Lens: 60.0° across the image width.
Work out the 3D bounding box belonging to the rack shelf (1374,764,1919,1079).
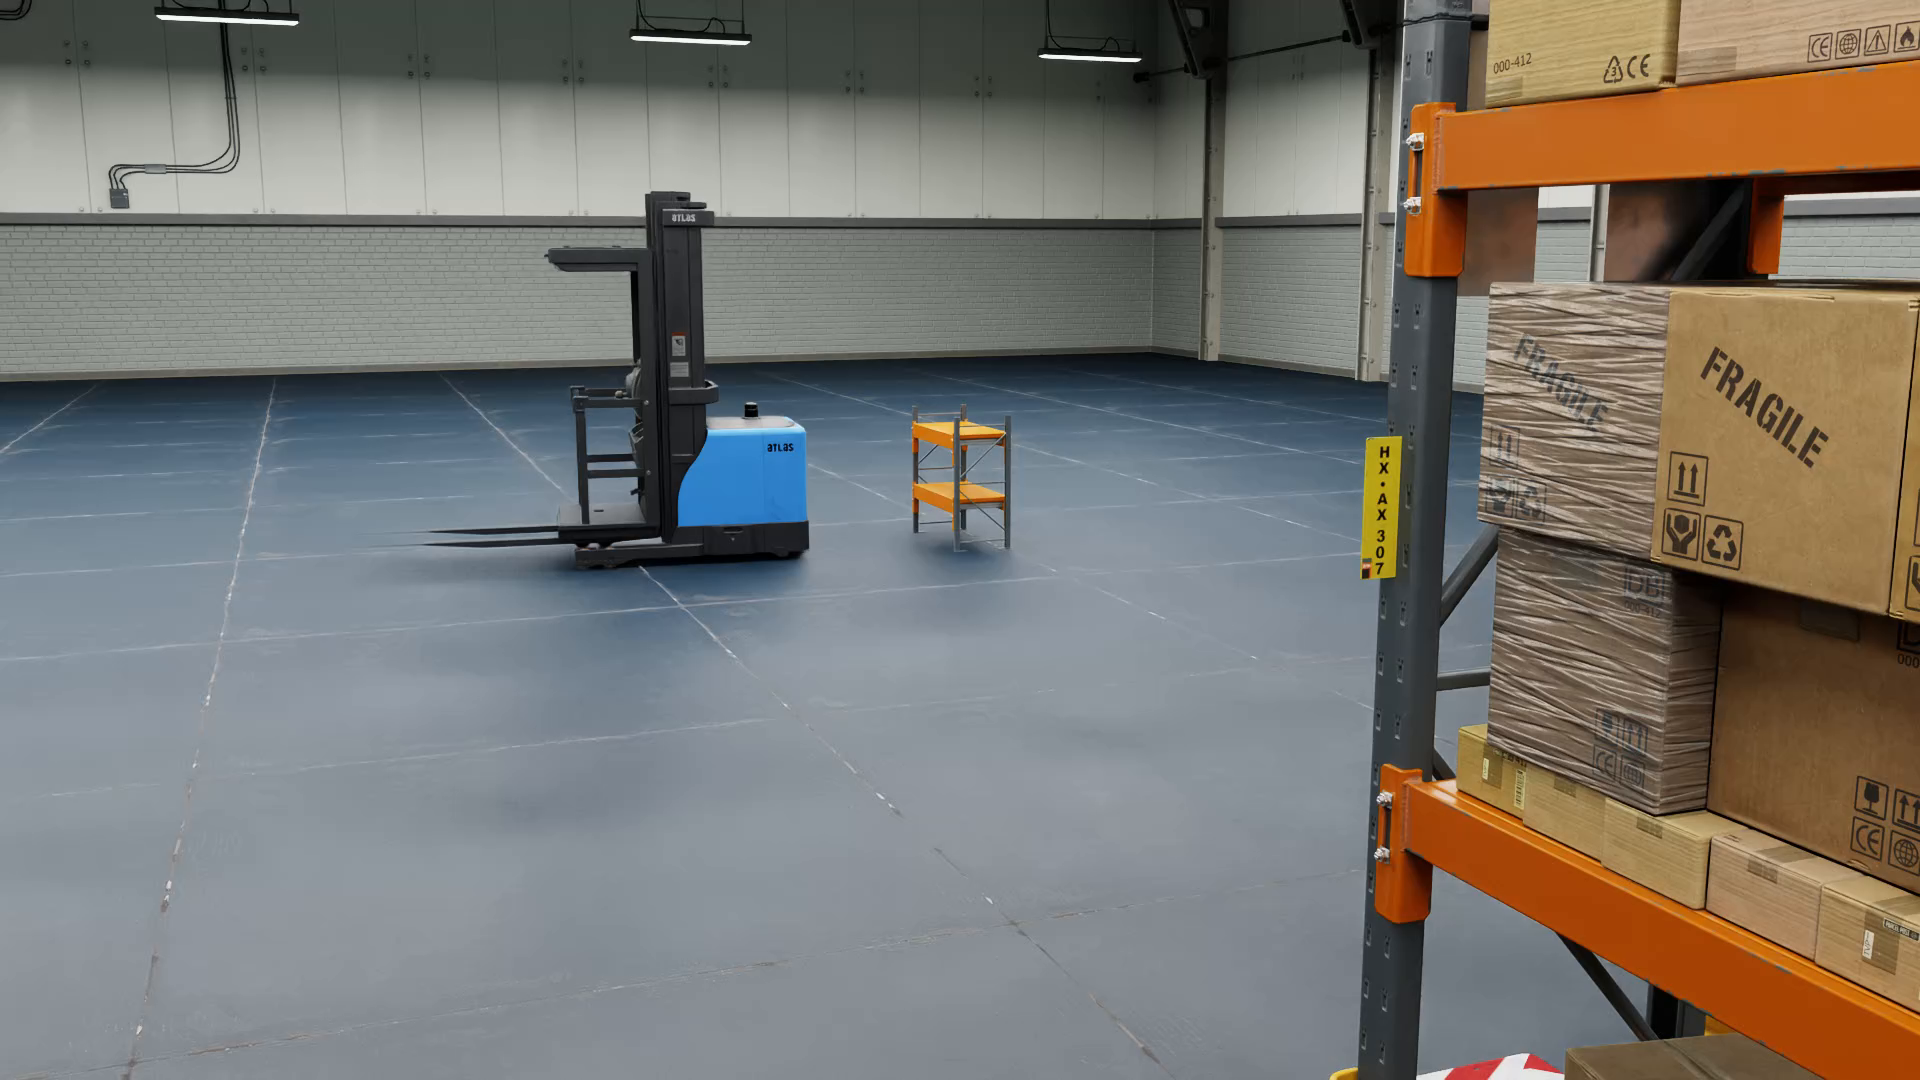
[{"bbox_3d":[2.194,1.000,2.290,1.077,0.370,4.000,-4,11,-21],"label":"rack shelf"}]

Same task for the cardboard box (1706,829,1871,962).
[{"bbox_3d":[1.609,0.628,3.044,0.380,0.149,0.250,-4,11,-21],"label":"cardboard box"}]

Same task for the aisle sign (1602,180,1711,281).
[{"bbox_3d":[1.726,-0.990,3.998,0.394,0.787,0.004,-4,11,-21],"label":"aisle sign"}]

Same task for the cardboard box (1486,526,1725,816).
[{"bbox_3d":[1.643,0.215,3.513,0.875,0.500,0.500,-4,11,-21],"label":"cardboard box"}]

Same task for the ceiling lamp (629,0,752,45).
[{"bbox_3d":[-4.557,-9.878,27.588,2.000,3.185,0.800,-4,11,-21],"label":"ceiling lamp"}]

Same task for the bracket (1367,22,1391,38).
[{"bbox_3d":[7.501,-9.118,29.705,0.235,0.232,0.430,-4,11,-21],"label":"bracket"}]

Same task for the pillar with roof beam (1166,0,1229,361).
[{"bbox_3d":[1.495,-8.142,34.497,9.100,9.000,0.548,-4,11,-21],"label":"pillar with roof beam"}]

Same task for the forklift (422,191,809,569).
[{"bbox_3d":[-2.809,-1.313,13.432,3.031,2.935,1.130,-3,10,-14],"label":"forklift"}]

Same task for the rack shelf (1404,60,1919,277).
[{"bbox_3d":[2.194,-0.477,2.027,1.077,0.370,4.000,-4,11,-21],"label":"rack shelf"}]

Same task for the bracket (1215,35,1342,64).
[{"bbox_3d":[6.261,-9.676,32.846,0.076,0.066,4.783,-4,11,-21],"label":"bracket"}]

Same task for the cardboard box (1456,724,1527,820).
[{"bbox_3d":[1.350,0.504,3.737,0.380,0.149,0.250,-4,11,-21],"label":"cardboard box"}]

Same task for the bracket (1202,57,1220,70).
[{"bbox_3d":[5.327,-10.097,35.211,0.235,0.232,0.430,-4,11,-21],"label":"bracket"}]

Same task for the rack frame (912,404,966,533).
[{"bbox_3d":[-0.182,-0.636,14.782,0.500,1.125,0.032,-4,11,-21],"label":"rack frame"}]

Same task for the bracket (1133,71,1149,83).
[{"bbox_3d":[4.167,-10.619,38.147,0.235,0.232,0.430,-4,11,-21],"label":"bracket"}]

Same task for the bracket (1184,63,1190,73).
[{"bbox_3d":[5.026,-10.233,35.972,0.235,0.232,0.430,-4,11,-21],"label":"bracket"}]

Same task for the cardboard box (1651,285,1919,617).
[{"bbox_3d":[1.589,-0.180,2.876,0.500,0.500,0.500,-4,11,-21],"label":"cardboard box"}]

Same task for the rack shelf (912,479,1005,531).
[{"bbox_3d":[0.002,-0.312,14.358,0.538,0.278,1.000,-4,11,-21],"label":"rack shelf"}]

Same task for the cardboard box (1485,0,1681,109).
[{"bbox_3d":[1.403,-0.989,3.278,0.500,0.250,0.500,-4,11,-19],"label":"cardboard box"}]

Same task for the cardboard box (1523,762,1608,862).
[{"bbox_3d":[1.423,0.546,3.501,0.380,0.149,0.250,-4,11,-21],"label":"cardboard box"}]

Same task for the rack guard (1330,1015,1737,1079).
[{"bbox_3d":[1.496,1.562,4.211,1.175,0.500,0.348,-4,11,-21],"label":"rack guard"}]

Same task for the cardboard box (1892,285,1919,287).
[{"bbox_3d":[2.085,-0.214,3.066,0.500,0.500,0.500,-4,11,-21],"label":"cardboard box"}]

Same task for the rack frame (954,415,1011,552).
[{"bbox_3d":[0.187,-0.470,13.849,0.500,1.125,0.032,-4,11,-21],"label":"rack frame"}]

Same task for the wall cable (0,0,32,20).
[{"bbox_3d":[-18.281,-10.546,29.471,3.097,2.526,0.112,-4,11,-21],"label":"wall cable"}]

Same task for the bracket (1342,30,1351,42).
[{"bbox_3d":[7.200,-9.253,30.466,0.235,0.232,0.430,-4,11,-21],"label":"bracket"}]

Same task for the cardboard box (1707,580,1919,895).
[{"bbox_3d":[1.936,0.289,3.097,0.875,0.500,0.500,-4,11,-21],"label":"cardboard box"}]

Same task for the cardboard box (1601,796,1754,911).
[{"bbox_3d":[1.499,0.588,3.266,0.380,0.149,0.250,-4,11,-21],"label":"cardboard box"}]

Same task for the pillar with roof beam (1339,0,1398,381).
[{"bbox_3d":[3.669,-7.163,28.992,9.100,9.000,0.548,-4,11,-21],"label":"pillar with roof beam"}]

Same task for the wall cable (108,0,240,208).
[{"bbox_3d":[-14.833,-9.255,31.045,2.305,6.003,0.169,-4,11,-21],"label":"wall cable"}]

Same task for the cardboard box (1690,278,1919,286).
[{"bbox_3d":[1.898,-0.295,3.523,0.500,0.500,0.500,-4,11,-21],"label":"cardboard box"}]

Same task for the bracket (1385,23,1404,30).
[{"bbox_3d":[8.435,-8.697,27.341,0.076,0.066,4.783,-4,11,-21],"label":"bracket"}]

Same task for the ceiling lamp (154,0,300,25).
[{"bbox_3d":[-11.137,-9.430,25.069,2.000,3.185,0.800,-4,11,-21],"label":"ceiling lamp"}]

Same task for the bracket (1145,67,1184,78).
[{"bbox_3d":[4.381,-10.523,37.605,0.076,0.066,3.189,-4,11,-21],"label":"bracket"}]

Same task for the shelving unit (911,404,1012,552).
[{"bbox_3d":[0.002,-0.553,14.315,0.538,1.125,1.048,-4,11,-21],"label":"shelving unit"}]

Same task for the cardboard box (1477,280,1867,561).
[{"bbox_3d":[1.414,-0.262,3.338,0.500,0.500,0.500,-4,11,-21],"label":"cardboard box"}]

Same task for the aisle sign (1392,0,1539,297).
[{"bbox_3d":[1.167,-0.952,3.784,0.394,0.787,0.004,-4,11,-21],"label":"aisle sign"}]

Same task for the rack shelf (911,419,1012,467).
[{"bbox_3d":[0.002,-0.841,14.264,0.538,0.278,1.000,-4,11,-21],"label":"rack shelf"}]

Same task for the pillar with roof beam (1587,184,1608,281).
[{"bbox_3d":[5.844,-6.183,23.486,9.100,9.000,0.548,-4,11,-21],"label":"pillar with roof beam"}]

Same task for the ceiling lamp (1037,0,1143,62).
[{"bbox_3d":[2.284,-10.343,30.206,2.000,3.185,0.800,-4,11,-21],"label":"ceiling lamp"}]

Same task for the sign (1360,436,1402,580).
[{"bbox_3d":[0.963,-0.073,3.792,0.100,0.325,0.005,-4,11,-21],"label":"sign"}]

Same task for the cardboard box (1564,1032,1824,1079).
[{"bbox_3d":[1.680,1.446,3.665,0.500,0.500,0.500,-2,10,-10],"label":"cardboard box"}]

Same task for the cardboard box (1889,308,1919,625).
[{"bbox_3d":[1.771,-0.098,2.418,0.500,0.500,0.500,-4,11,-21],"label":"cardboard box"}]

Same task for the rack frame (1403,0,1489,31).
[{"bbox_3d":[1.469,-2.635,3.536,1.000,3.000,0.127,-4,11,-21],"label":"rack frame"}]

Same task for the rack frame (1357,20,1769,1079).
[{"bbox_3d":[1.469,0.319,4.062,1.000,3.000,0.127,-4,11,-21],"label":"rack frame"}]

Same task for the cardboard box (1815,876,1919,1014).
[{"bbox_3d":[1.693,0.669,2.812,0.380,0.149,0.250,-4,11,-21],"label":"cardboard box"}]

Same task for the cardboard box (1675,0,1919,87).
[{"bbox_3d":[1.595,-0.905,2.807,0.500,0.250,0.500,-4,11,-22],"label":"cardboard box"}]
